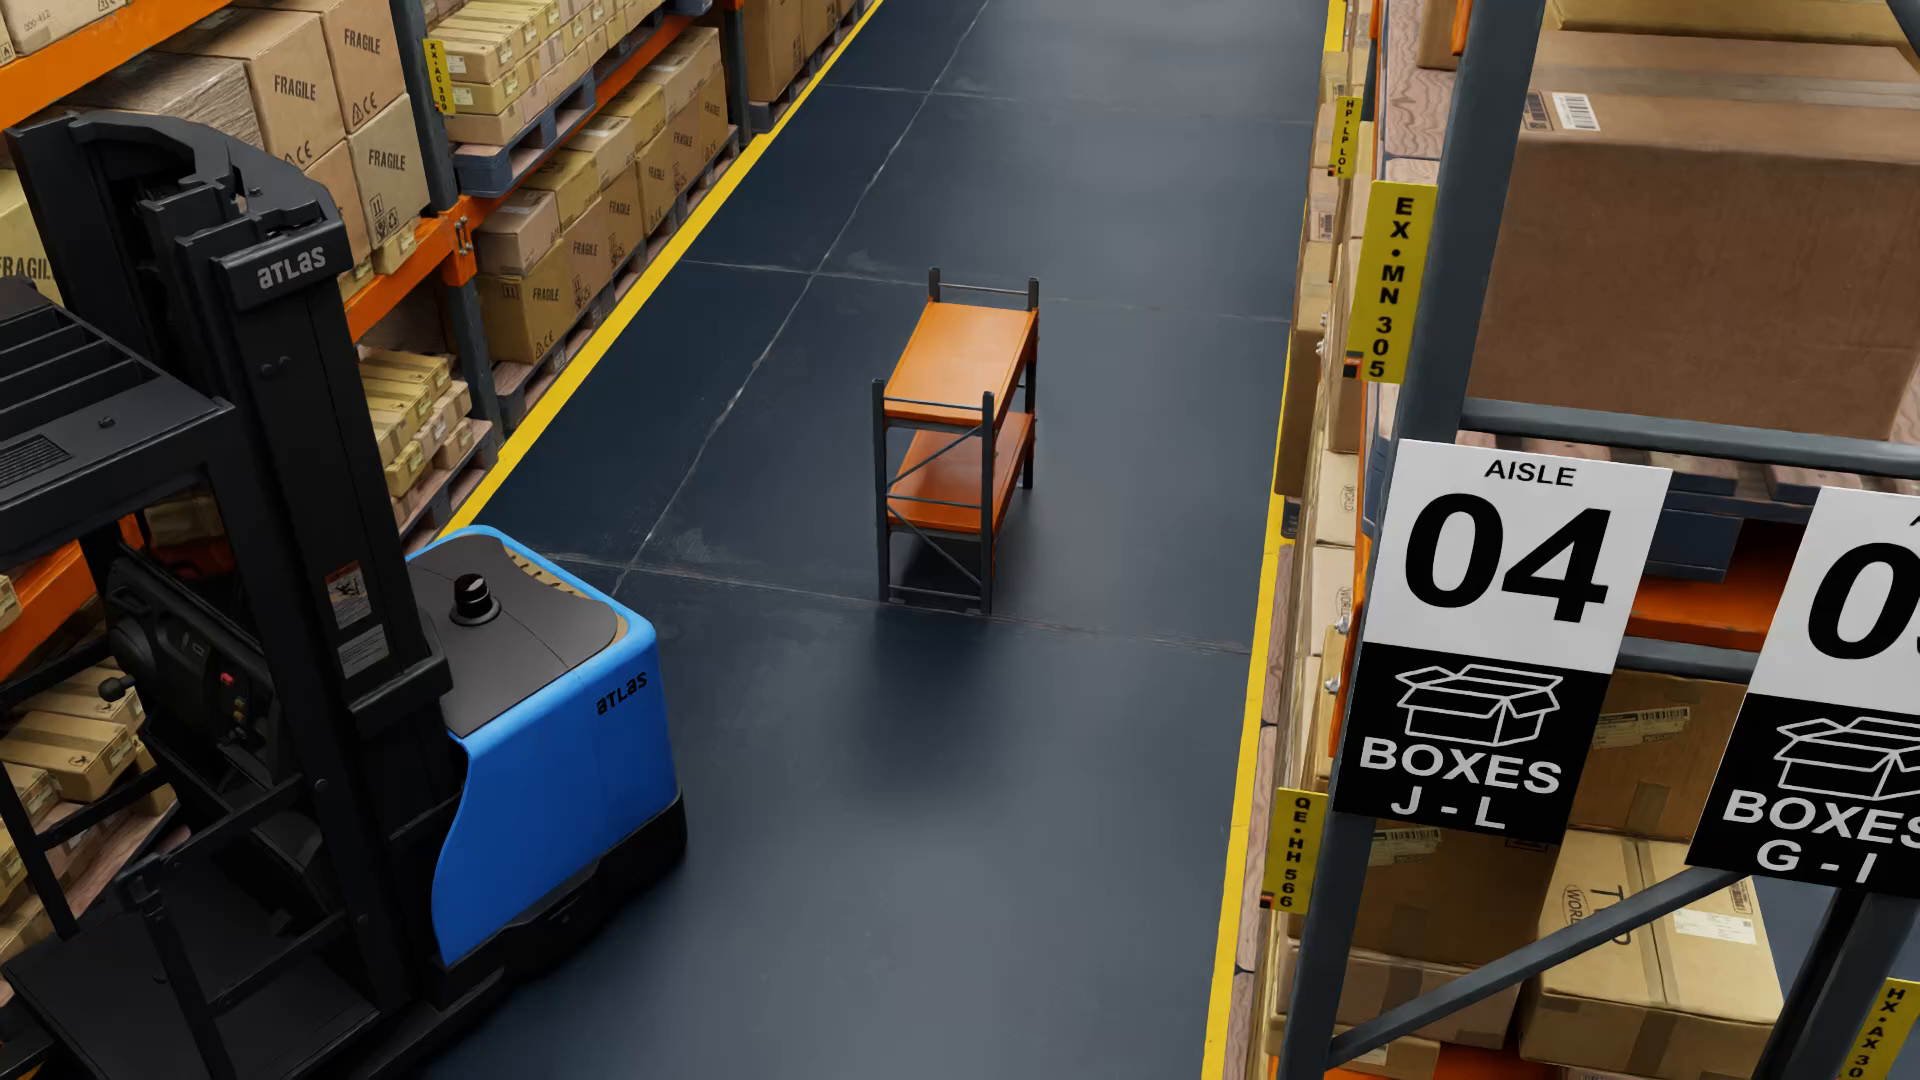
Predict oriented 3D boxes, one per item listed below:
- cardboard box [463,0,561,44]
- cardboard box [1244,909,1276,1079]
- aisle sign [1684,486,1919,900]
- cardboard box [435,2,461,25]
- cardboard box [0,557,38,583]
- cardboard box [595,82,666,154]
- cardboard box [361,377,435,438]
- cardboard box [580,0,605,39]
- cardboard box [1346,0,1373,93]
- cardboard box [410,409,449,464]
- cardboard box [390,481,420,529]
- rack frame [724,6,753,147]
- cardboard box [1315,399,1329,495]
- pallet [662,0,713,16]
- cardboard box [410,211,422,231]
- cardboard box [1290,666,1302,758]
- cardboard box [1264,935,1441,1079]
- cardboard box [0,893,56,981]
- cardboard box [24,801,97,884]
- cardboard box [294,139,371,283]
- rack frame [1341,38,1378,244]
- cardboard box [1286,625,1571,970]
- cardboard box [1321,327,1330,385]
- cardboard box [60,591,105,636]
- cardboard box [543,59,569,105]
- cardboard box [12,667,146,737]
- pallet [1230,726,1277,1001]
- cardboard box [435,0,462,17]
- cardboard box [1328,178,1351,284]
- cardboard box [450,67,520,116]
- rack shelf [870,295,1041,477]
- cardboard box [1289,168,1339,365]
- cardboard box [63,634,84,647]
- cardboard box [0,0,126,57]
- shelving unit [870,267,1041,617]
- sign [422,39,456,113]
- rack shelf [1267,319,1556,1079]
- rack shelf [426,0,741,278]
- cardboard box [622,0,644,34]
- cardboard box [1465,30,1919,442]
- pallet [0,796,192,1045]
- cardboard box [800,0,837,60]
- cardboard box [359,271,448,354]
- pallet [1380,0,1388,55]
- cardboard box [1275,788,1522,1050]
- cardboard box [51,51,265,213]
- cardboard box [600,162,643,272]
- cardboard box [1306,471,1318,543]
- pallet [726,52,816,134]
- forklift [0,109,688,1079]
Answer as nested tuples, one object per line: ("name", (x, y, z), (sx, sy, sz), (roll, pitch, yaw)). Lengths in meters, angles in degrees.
("cardboard box", (-2.158, -2.518, 8.018), (0.380, 0.149, 0.250), (8, 37, 10))
("cardboard box", (1.225, 1.553, 4.504), (0.875, 0.875, 0.875), (7, 37, 10))
("aisle sign", (1.445, 0.266, 2.612), (0.394, 0.787, 0.004), (7, 37, 10))
("cardboard box", (-2.746, -2.625, 8.419), (0.380, 0.149, 0.250), (6, 36, 8))
("cardboard box", (-3.222, 0.052, 5.336), (0.380, 0.149, 0.250), (9, 37, 12))
("cardboard box", (-2.059, -2.483, 9.753), (0.500, 0.250, 0.500), (8, 37, 11))
("cardboard box", (-2.640, -0.602, 7.589), (0.380, 0.149, 0.250), (8, 37, 11))
("cardboard box", (-2.051, -2.691, 8.510), (0.380, 0.149, 0.250), (9, 37, 12))
("cardboard box", (2.292, -2.553, 8.631), (0.500, 0.500, 0.500), (7, 36, 9))
("cardboard box", (-2.605, -0.492, 7.691), (0.380, 0.149, 0.250), (6, 36, 8))
("cardboard box", (-2.684, -0.184, 7.519), (0.380, 0.149, 0.250), (6, 36, 8))
("rack frame", (-1.948, -4.027, 10.750), (1.000, 3.000, 0.127), (7, 37, 10))
("cardboard box", (1.449, -0.295, 5.475), (0.500, 0.250, 0.500), (8, 37, 11))
("pallet", (-1.996, -3.527, 10.224), (1.213, 0.211, 1.003), (7, 37, 10))
("cardboard box", (-2.635, -1.439, 7.393), (0.380, 0.149, 0.250), (7, 37, 9))
("cardboard box", (1.138, 0.510, 4.704), (0.380, 0.149, 0.250), (7, 36, 9))
("cardboard box", (0.921, 1.096, 3.896), (0.380, 0.149, 0.250), (8, 37, 11))
("cardboard box", (-3.232, 1.284, 5.494), (0.380, 0.149, 0.250), (8, 37, 11))
("cardboard box", (-3.181, 1.006, 5.625), (0.380, 0.149, 0.250), (7, 37, 10))
("cardboard box", (-2.742, -1.284, 6.627), (0.500, 0.500, 0.500), (6, 36, 9))
("rack frame", (2.021, -1.054, 6.648), (1.000, 3.000, 0.127), (7, 37, 10))
("cardboard box", (1.014, 0.564, 3.651), (0.500, 0.500, 0.500), (8, 37, 11))
("cardboard box", (1.577, -0.674, 6.337), (0.380, 0.149, 0.250), (6, 36, 8))
("cardboard box", (-3.466, 0.228, 6.444), (0.380, 0.149, 0.250), (6, 36, 8))
("cardboard box", (-2.159, -2.272, 8.186), (0.380, 0.149, 0.250), (8, 37, 10))
("cardboard box", (-3.121, 0.591, 5.943), (0.380, 0.149, 0.250), (6, 36, 8))
("pallet", (1.524, 1.203, 5.910), (1.003, 0.211, 1.213), (7, 37, 10))
("cardboard box", (-2.738, -2.750, 8.337), (0.380, 0.149, 0.250), (7, 37, 10))
("cardboard box", (1.854, -1.397, 7.036), (0.500, 0.500, 0.500), (7, 37, 10))
("cardboard box", (-2.269, -2.090, 7.681), (0.380, 0.149, 0.250), (8, 37, 11))
("rack shelf", (-0.001, -0.689, 7.243), (0.538, 0.278, 1.000), (7, 37, 10))
("cardboard box", (2.328, -1.245, 8.365), (1.225, 0.875, 0.875), (6, 36, 8))
("cardboard box", (-3.543, 0.344, 6.537), (0.380, 0.149, 0.250), (9, 37, 12))
("cardboard box", (-2.977, -1.712, 5.128), (0.500, 0.250, 0.500), (7, 37, 10))
("shelving unit", (-0.001, -0.452, 7.415), (0.538, 1.125, 1.048), (7, 37, 10))
("sign", (-2.271, -2.020, 7.244), (0.100, 0.325, 0.005), (7, 37, 10))
("rack shelf", (1.594, 0.384, 5.277), (1.077, 0.370, 4.000), (7, 37, 10))
("rack shelf", (-2.376, -2.589, 9.379), (1.077, 0.370, 4.000), (7, 37, 10))
("cardboard box", (-1.939, -2.863, 9.001), (0.380, 0.149, 0.250), (6, 36, 8))
("cardboard box", (1.226, -0.531, 2.842), (0.700, 0.500, 0.500), (5, 36, 7))
("pallet", (-3.433, 1.184, 5.937), (1.003, 0.211, 1.213), (7, 37, 10))
("cardboard box", (-1.547, -4.125, 12.445), (1.050, 0.750, 0.750), (8, 37, 11))
("cardboard box", (-2.891, -1.347, 8.825), (0.500, 0.500, 0.500), (7, 36, 9))
("pallet", (1.836, -1.765, 5.148), (1.003, 0.211, 1.213), (7, 37, 10))
("cardboard box", (1.011, 0.869, 3.870), (0.500, 0.250, 0.500), (7, 36, 9))
("cardboard box", (-2.867, -1.407, 5.945), (0.500, 0.500, 0.500), (8, 37, 11))
("cardboard box", (-2.176, -1.887, 9.570), (0.500, 0.500, 0.500), (8, 37, 11))
("cardboard box", (1.357, -0.081, 5.520), (0.380, 0.149, 0.250), (8, 37, 11))
("pallet", (-1.706, -3.340, 12.179), (1.003, 0.211, 1.213), (7, 37, 10))
("forklift", (-2.331, 0.447, 4.636), (1.130, 2.935, 3.031), (26, 43, 31))
